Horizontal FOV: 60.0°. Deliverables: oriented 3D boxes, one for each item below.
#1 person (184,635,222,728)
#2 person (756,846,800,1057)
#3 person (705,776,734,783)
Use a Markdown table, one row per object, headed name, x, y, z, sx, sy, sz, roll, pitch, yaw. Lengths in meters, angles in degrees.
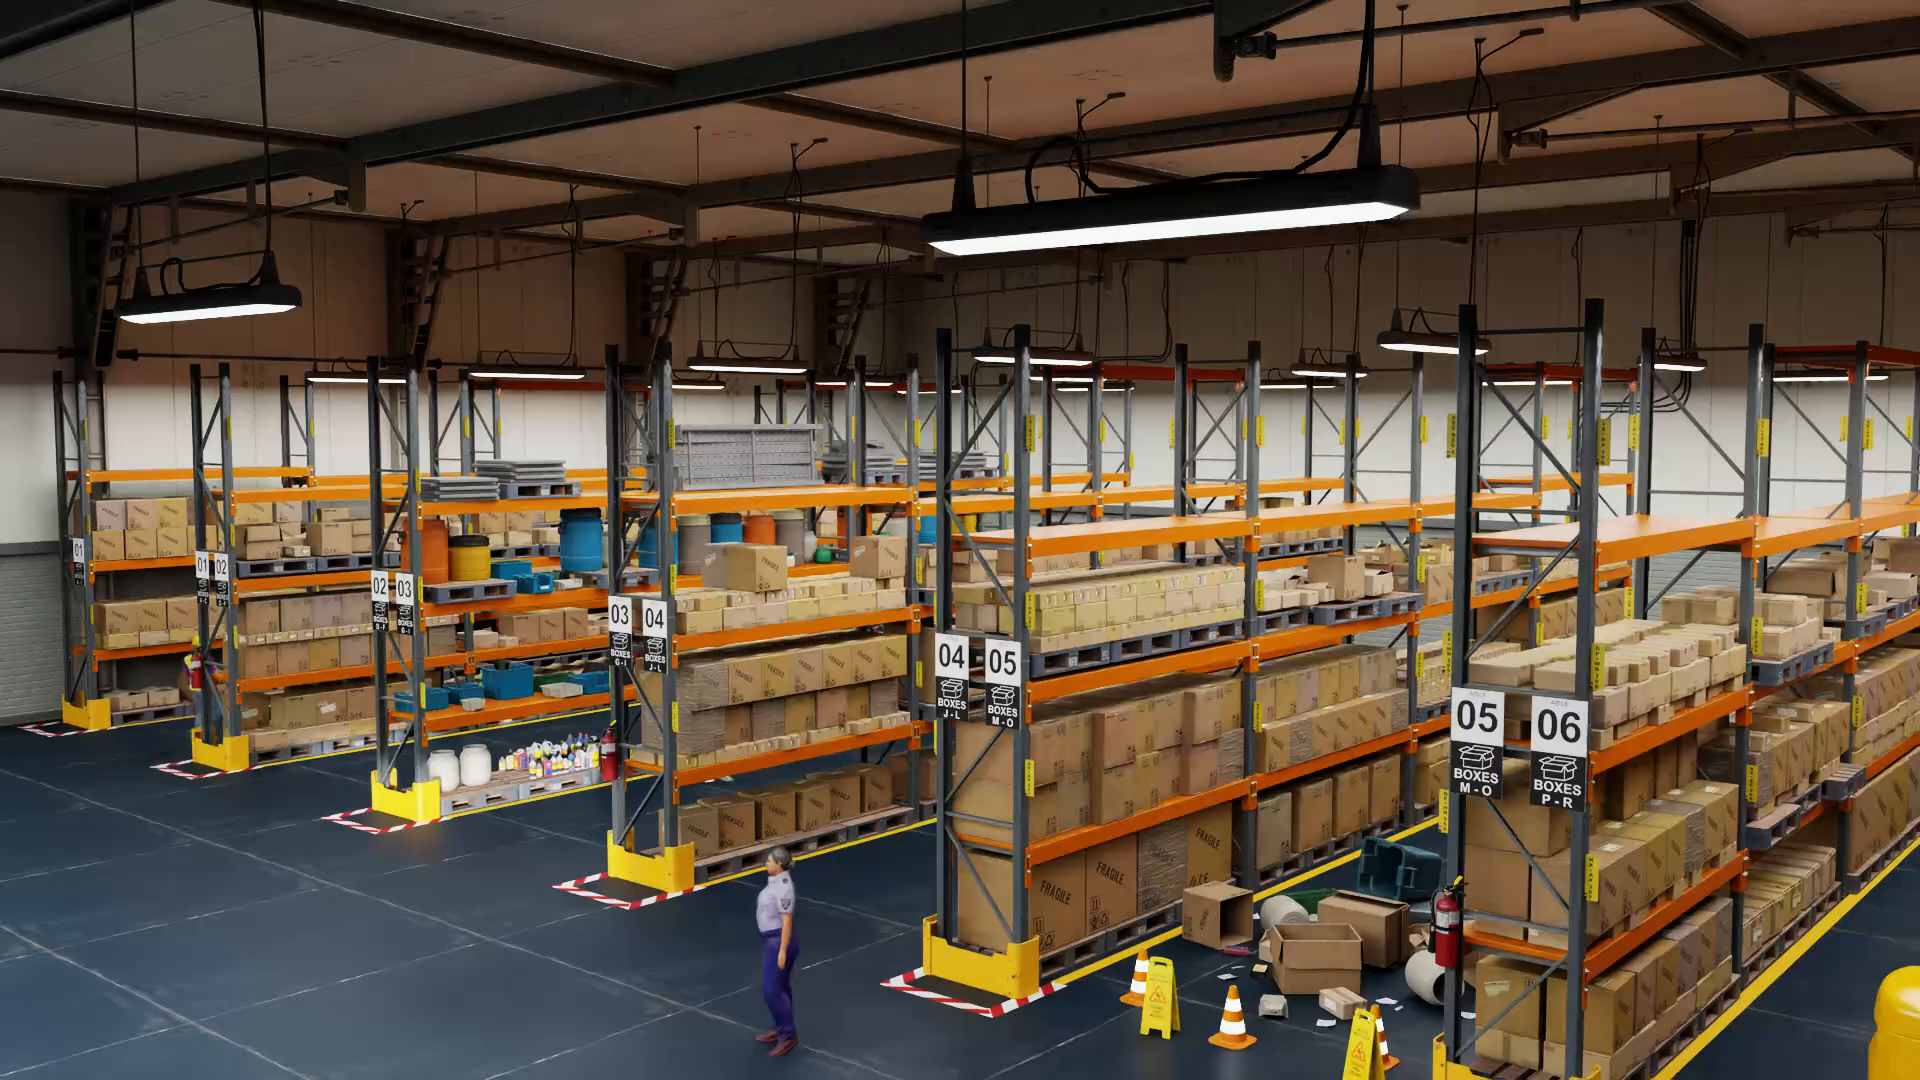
| name | x | y | z | sx | sy | sz | roll | pitch | yaw |
| --- | --- | --- | --- | --- | --- | --- | --- | --- | --- |
| person | -11.975 | 2.372 | 26.322 | 0.594 | 1.757 | 0.488 | 0 | 4 | 1 |
| person | -1.506 | 3.367 | 13.713 | 0.358 | 1.693 | 0.511 | -1 | 4 | -9 |
| person | -3.523 | 2.669 | 23.735 | 0.403 | 1.620 | 0.477 | 2 | 5 | 27 |
